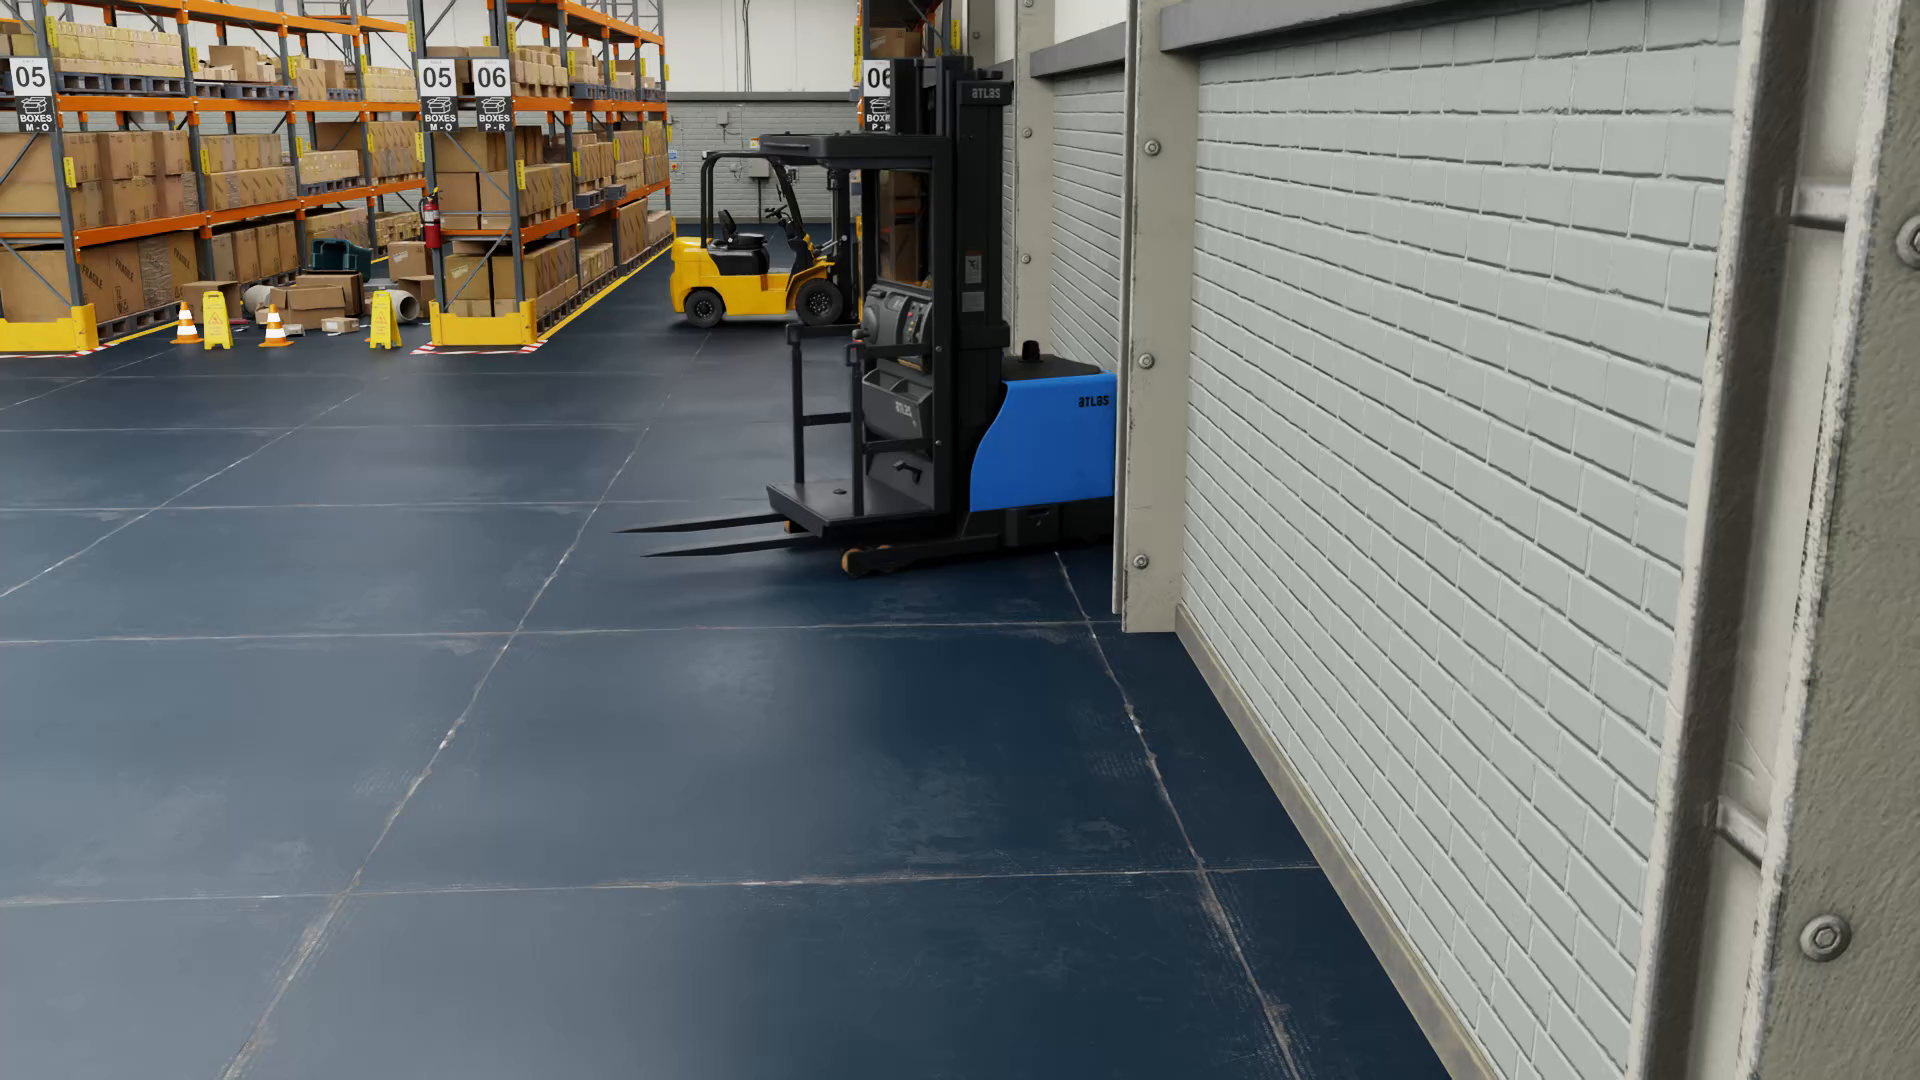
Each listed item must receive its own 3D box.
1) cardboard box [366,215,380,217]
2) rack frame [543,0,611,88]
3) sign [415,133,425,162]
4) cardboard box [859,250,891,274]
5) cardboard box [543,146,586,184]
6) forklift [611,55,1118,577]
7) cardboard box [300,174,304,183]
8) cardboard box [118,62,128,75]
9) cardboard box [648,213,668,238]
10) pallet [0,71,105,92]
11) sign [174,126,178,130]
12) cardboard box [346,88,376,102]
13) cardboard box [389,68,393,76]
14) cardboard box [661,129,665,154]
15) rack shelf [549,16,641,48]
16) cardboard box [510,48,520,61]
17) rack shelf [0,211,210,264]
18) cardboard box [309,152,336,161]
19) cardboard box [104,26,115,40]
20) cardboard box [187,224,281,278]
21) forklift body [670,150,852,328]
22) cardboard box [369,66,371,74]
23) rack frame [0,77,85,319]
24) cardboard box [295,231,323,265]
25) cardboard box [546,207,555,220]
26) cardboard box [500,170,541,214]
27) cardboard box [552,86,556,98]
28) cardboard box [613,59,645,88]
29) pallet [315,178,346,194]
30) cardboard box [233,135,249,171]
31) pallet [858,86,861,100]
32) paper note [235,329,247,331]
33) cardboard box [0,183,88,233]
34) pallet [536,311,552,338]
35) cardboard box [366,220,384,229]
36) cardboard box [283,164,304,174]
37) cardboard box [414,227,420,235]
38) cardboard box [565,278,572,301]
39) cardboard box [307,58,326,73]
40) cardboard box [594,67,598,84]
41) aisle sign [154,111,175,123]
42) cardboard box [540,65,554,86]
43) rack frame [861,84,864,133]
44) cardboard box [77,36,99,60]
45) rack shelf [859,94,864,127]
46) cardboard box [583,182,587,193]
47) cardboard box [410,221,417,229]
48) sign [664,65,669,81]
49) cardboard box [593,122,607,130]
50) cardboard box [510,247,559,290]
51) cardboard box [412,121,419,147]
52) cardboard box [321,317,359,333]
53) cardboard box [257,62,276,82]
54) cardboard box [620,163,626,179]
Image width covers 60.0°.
[{"bbox_3d":[-11.663,-6.335,32.813,0.380,0.149,0.250,0,14,-1],"label":"cardboard box"},{"bbox_3d":[-6.057,-8.638,26.039,1.000,3.000,0.127,-1,14,-3],"label":"rack frame"},{"bbox_3d":[-6.117,-4.453,18.856,0.100,0.325,0.005,-1,14,-3],"label":"sign"},{"bbox_3d":[-0.985,-3.413,20.440,0.500,0.250,0.500,-1,14,-2],"label":"cardboard box"},{"bbox_3d":[-5.552,-5.255,23.289,0.500,0.500,0.500,-1,14,-2],"label":"cardboard box"},{"bbox_3d":[-0.563,-1.353,9.902,3.031,2.935,1.130,-7,16,-25],"label":"forklift"},{"bbox_3d":[-10.818,-5.827,26.815,0.380,0.149,0.250,-1,14,-4],"label":"cardboard box"},{"bbox_3d":[-10.292,-5.692,20.068,0.380,0.149,0.250,-1,14,-3],"label":"cardboard box"},{"bbox_3d":[-6.347,-6.295,33.270,0.875,0.438,0.875,0,14,-2],"label":"cardboard box"},{"bbox_3d":[-10.552,-5.235,19.013,1.003,0.211,1.213,-1,14,-3],"label":"pallet"},{"bbox_3d":[-15.901,-8.249,33.770,0.100,0.325,0.005,-1,14,-3],"label":"sign"},{"bbox_3d":[-11.004,-8.125,30.366,0.500,0.250,0.500,0,14,-1],"label":"cardboard box"},{"bbox_3d":[-11.100,-8.975,31.865,0.380,0.149,0.250,-1,14,-5],"label":"cardboard box"},{"bbox_3d":[-6.224,-8.009,33.427,0.500,0.500,0.500,-1,14,-3],"label":"cardboard box"},{"bbox_3d":[-6.181,-8.593,28.112,1.077,0.370,4.000,-1,14,-3],"label":"rack shelf"},{"bbox_3d":[-5.365,-5.677,19.456,0.380,0.149,0.250,-1,14,-3],"label":"cardboard box"},{"bbox_3d":[-10.620,-3.790,20.682,1.077,0.370,4.000,-1,14,-3],"label":"rack shelf"},{"bbox_3d":[-10.940,-6.575,28.527,0.380,0.149,0.250,-2,15,-6],"label":"cardboard box"},{"bbox_3d":[-10.276,-6.014,19.723,0.380,0.149,0.250,-1,14,-4],"label":"cardboard box"},{"bbox_3d":[-10.986,-4.375,25.181,1.050,0.750,0.750,-1,14,-3],"label":"cardboard box"},{"bbox_3d":[-2.546,-3.853,21.184,2.313,2.155,1.214,-1,14,-3],"label":"forklift body"},{"bbox_3d":[-11.071,-8.647,30.591,0.380,0.149,0.250,-1,14,-4],"label":"cardboard box"},{"bbox_3d":[-10.496,-3.641,18.659,1.000,3.000,0.127,-1,14,-3],"label":"rack frame"},{"bbox_3d":[-10.781,-4.804,27.350,0.500,0.500,0.500,-2,15,-6],"label":"cardboard box"},{"bbox_3d":[-5.381,-4.161,21.182,0.380,0.149,0.250,-1,14,-3],"label":"cardboard box"},{"bbox_3d":[-5.349,-4.186,19.979,0.500,0.500,0.500,0,14,-2],"label":"cardboard box"},{"bbox_3d":[-5.518,-5.868,21.796,0.380,0.149,0.250,-1,14,-3],"label":"cardboard box"},{"bbox_3d":[-6.132,-8.630,30.783,0.500,0.500,0.500,-1,14,-2],"label":"cardboard box"},{"bbox_3d":[-11.155,-6.030,28.327,1.003,0.211,1.213,-1,14,-3],"label":"pallet"},{"bbox_3d":[-10.875,-5.671,24.342,0.700,0.500,0.500,-1,14,-4],"label":"cardboard box"},{"bbox_3d":[-0.972,-7.004,26.087,1.213,0.211,1.003,0,14,-1],"label":"pallet"},{"bbox_3d":[-8.896,-2.608,20.606,0.144,0.017,0.142,4,15,16],"label":"paper note"},{"bbox_3d":[-10.564,-3.806,18.996,0.875,0.550,0.550,-1,14,-3],"label":"cardboard box"},{"bbox_3d":[-5.581,-2.614,20.262,1.003,0.211,1.213,-1,14,-3],"label":"pallet"},{"bbox_3d":[-11.012,-5.895,31.102,0.380,0.149,0.250,0,14,-1],"label":"cardboard box"},{"bbox_3d":[-10.821,-5.980,26.813,0.380,0.149,0.250,0,14,-1],"label":"cardboard box"},{"bbox_3d":[-11.129,-6.253,33.689,0.380,0.149,0.250,0,14,-2],"label":"cardboard box"},{"bbox_3d":[-5.461,-3.334,22.141,0.500,0.250,0.500,-1,14,-5],"label":"cardboard box"},{"bbox_3d":[-11.275,-7.946,28.318,0.797,0.503,0.637,-1,14,-4],"label":"cardboard box"},{"bbox_3d":[-5.531,-6.724,24.077,0.500,0.250,0.500,-1,14,-4],"label":"cardboard box"},{"bbox_3d":[-16.149,-8.851,33.688,0.394,0.787,0.004,-1,14,-3],"label":"aisle sign"},{"bbox_3d":[-5.464,-5.903,21.135,0.500,0.250,0.500,-1,14,-4],"label":"cardboard box"},{"bbox_3d":[-0.855,-4.815,23.221,1.000,3.000,0.127,-1,14,-3],"label":"rack frame"},{"bbox_3d":[-10.302,-5.667,19.175,0.500,0.250,0.500,-1,14,-4],"label":"cardboard box"},{"bbox_3d":[-0.731,-5.422,21.004,1.077,0.370,4.000,-1,14,-3],"label":"rack shelf"},{"bbox_3d":[-5.535,-5.024,23.694,0.380,0.149,0.250,-1,14,-2],"label":"cardboard box"},{"bbox_3d":[-11.136,-6.331,33.395,0.380,0.149,0.250,-1,15,-6],"label":"cardboard box"},{"bbox_3d":[-6.010,-9.570,34.064,0.100,0.325,0.005,-1,14,-3],"label":"sign"},{"bbox_3d":[-6.642,-7.646,30.714,0.380,0.149,0.250,-1,14,-5],"label":"cardboard box"},{"bbox_3d":[-5.397,-3.443,21.060,0.500,0.500,0.500,-1,14,-2],"label":"cardboard box"},{"bbox_3d":[-11.210,-8.187,33.523,0.500,0.500,0.500,-1,14,-5],"label":"cardboard box"},{"bbox_3d":[-7.659,-2.657,20.554,0.380,0.149,0.250,7,16,26],"label":"cardboard box"},{"bbox_3d":[-10.627,-7.037,24.972,0.500,0.311,0.500,-1,14,-3],"label":"cardboard box"},{"bbox_3d":[-5.873,-6.160,27.747,0.500,0.250,0.500,-1,14,-2],"label":"cardboard box"}]
